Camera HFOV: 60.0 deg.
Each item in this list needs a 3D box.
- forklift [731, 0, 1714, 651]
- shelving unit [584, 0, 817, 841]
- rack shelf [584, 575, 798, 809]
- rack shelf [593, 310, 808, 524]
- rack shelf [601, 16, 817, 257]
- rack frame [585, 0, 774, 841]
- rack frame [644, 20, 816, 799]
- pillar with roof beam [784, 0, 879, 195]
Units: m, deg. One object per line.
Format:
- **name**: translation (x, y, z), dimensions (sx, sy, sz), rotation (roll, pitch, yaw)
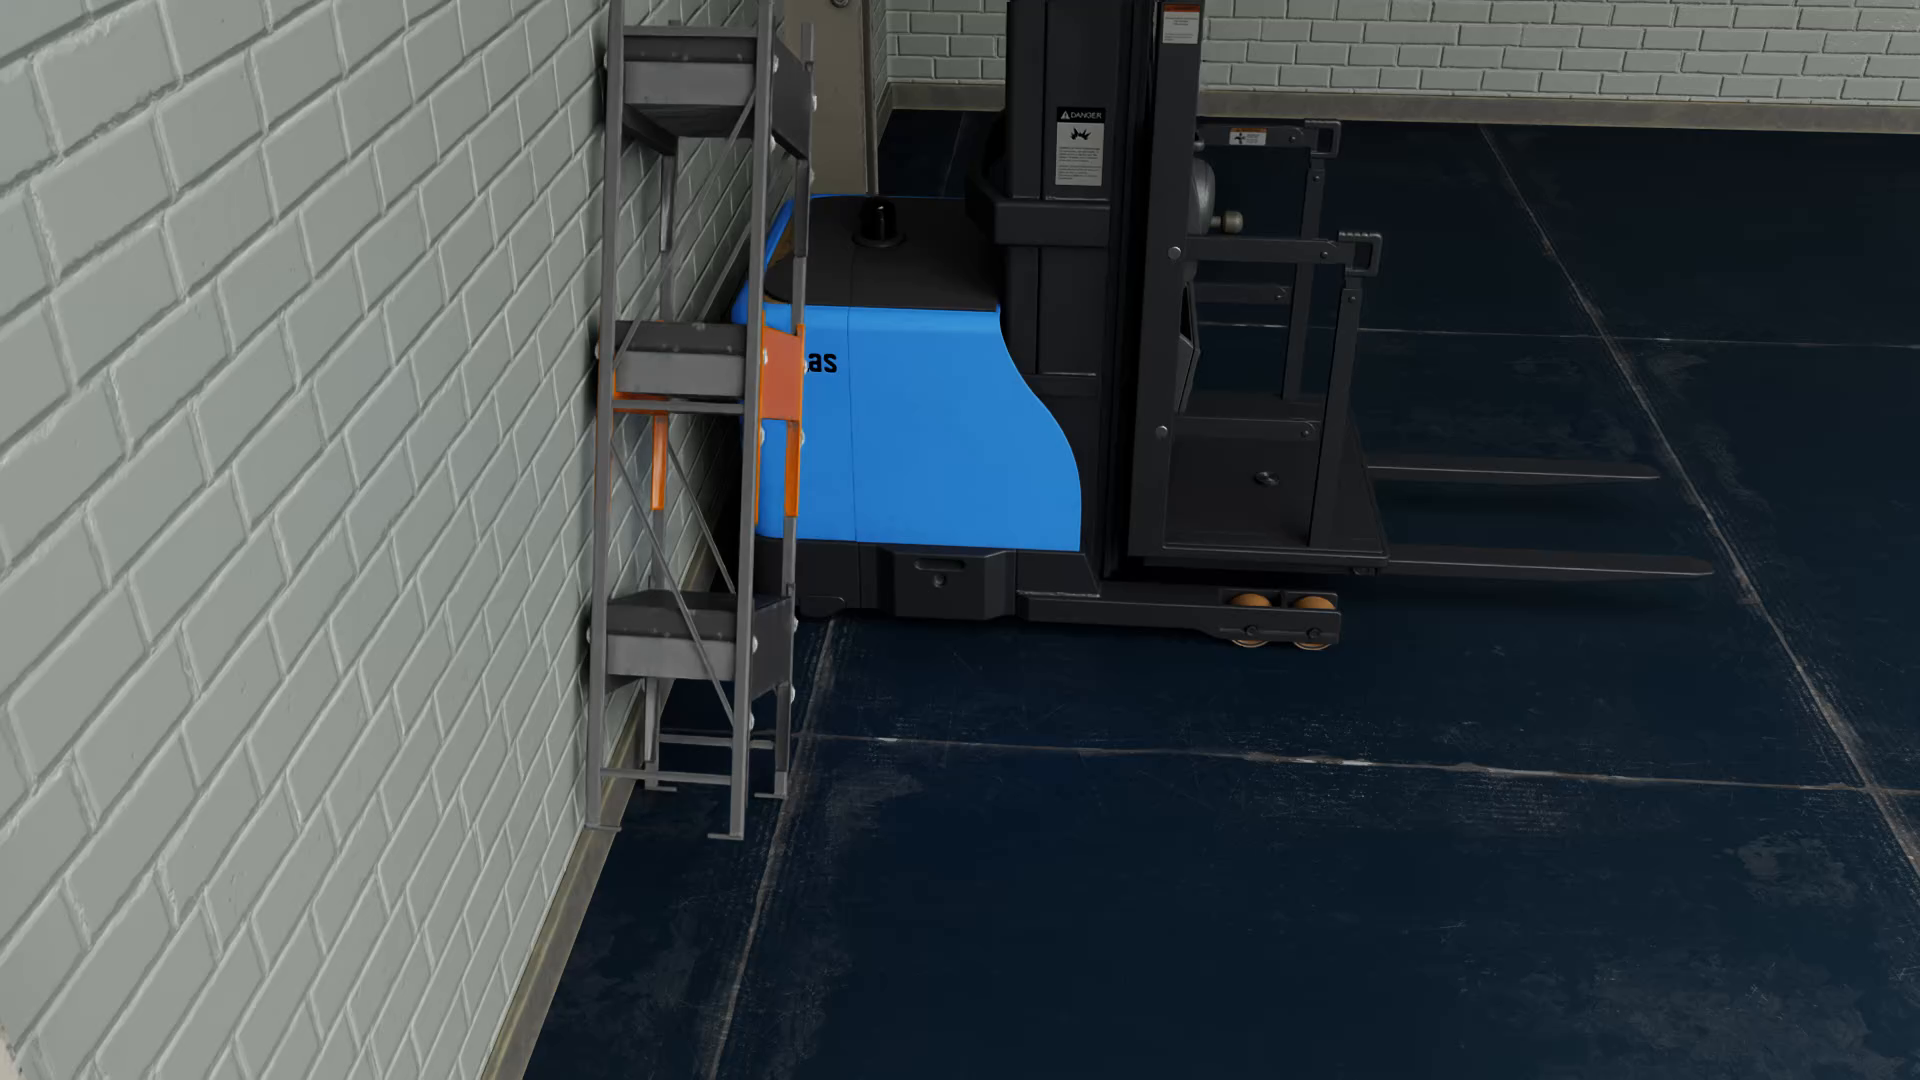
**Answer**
- **forklift**: translation (0.860, -1.195, 4.895), dimensions (3.031, 2.935, 1.130), rotation (2, 32, 4)
- **shelving unit**: translation (-0.659, -0.333, 4.289), dimensions (0.431, 2.100, 0.503), rotation (3, 3, 6)
- **rack shelf**: translation (-0.689, 0.379, 4.331), dimensions (0.431, 0.518, 0.480), rotation (3, 3, 6)
- **rack shelf**: translation (-0.659, -0.319, 4.289), dimensions (0.431, 0.518, 0.480), rotation (3, 3, 6)
- **rack shelf**: translation (-0.629, -1.017, 4.248), dimensions (0.431, 0.518, 0.480), rotation (3, 3, 6)
- **rack frame**: translation (-0.686, -0.320, 4.046), dimensions (0.400, 2.100, 0.015), rotation (3, 3, 6)
- **rack frame**: translation (-0.631, -0.346, 4.531), dimensions (0.400, 2.100, 0.015), rotation (3, 3, 6)
- **pillar with roof beam**: translation (3.763, -4.662, 4.737), dimensions (9.100, 9.000, 0.400), rotation (2, 32, 4)
